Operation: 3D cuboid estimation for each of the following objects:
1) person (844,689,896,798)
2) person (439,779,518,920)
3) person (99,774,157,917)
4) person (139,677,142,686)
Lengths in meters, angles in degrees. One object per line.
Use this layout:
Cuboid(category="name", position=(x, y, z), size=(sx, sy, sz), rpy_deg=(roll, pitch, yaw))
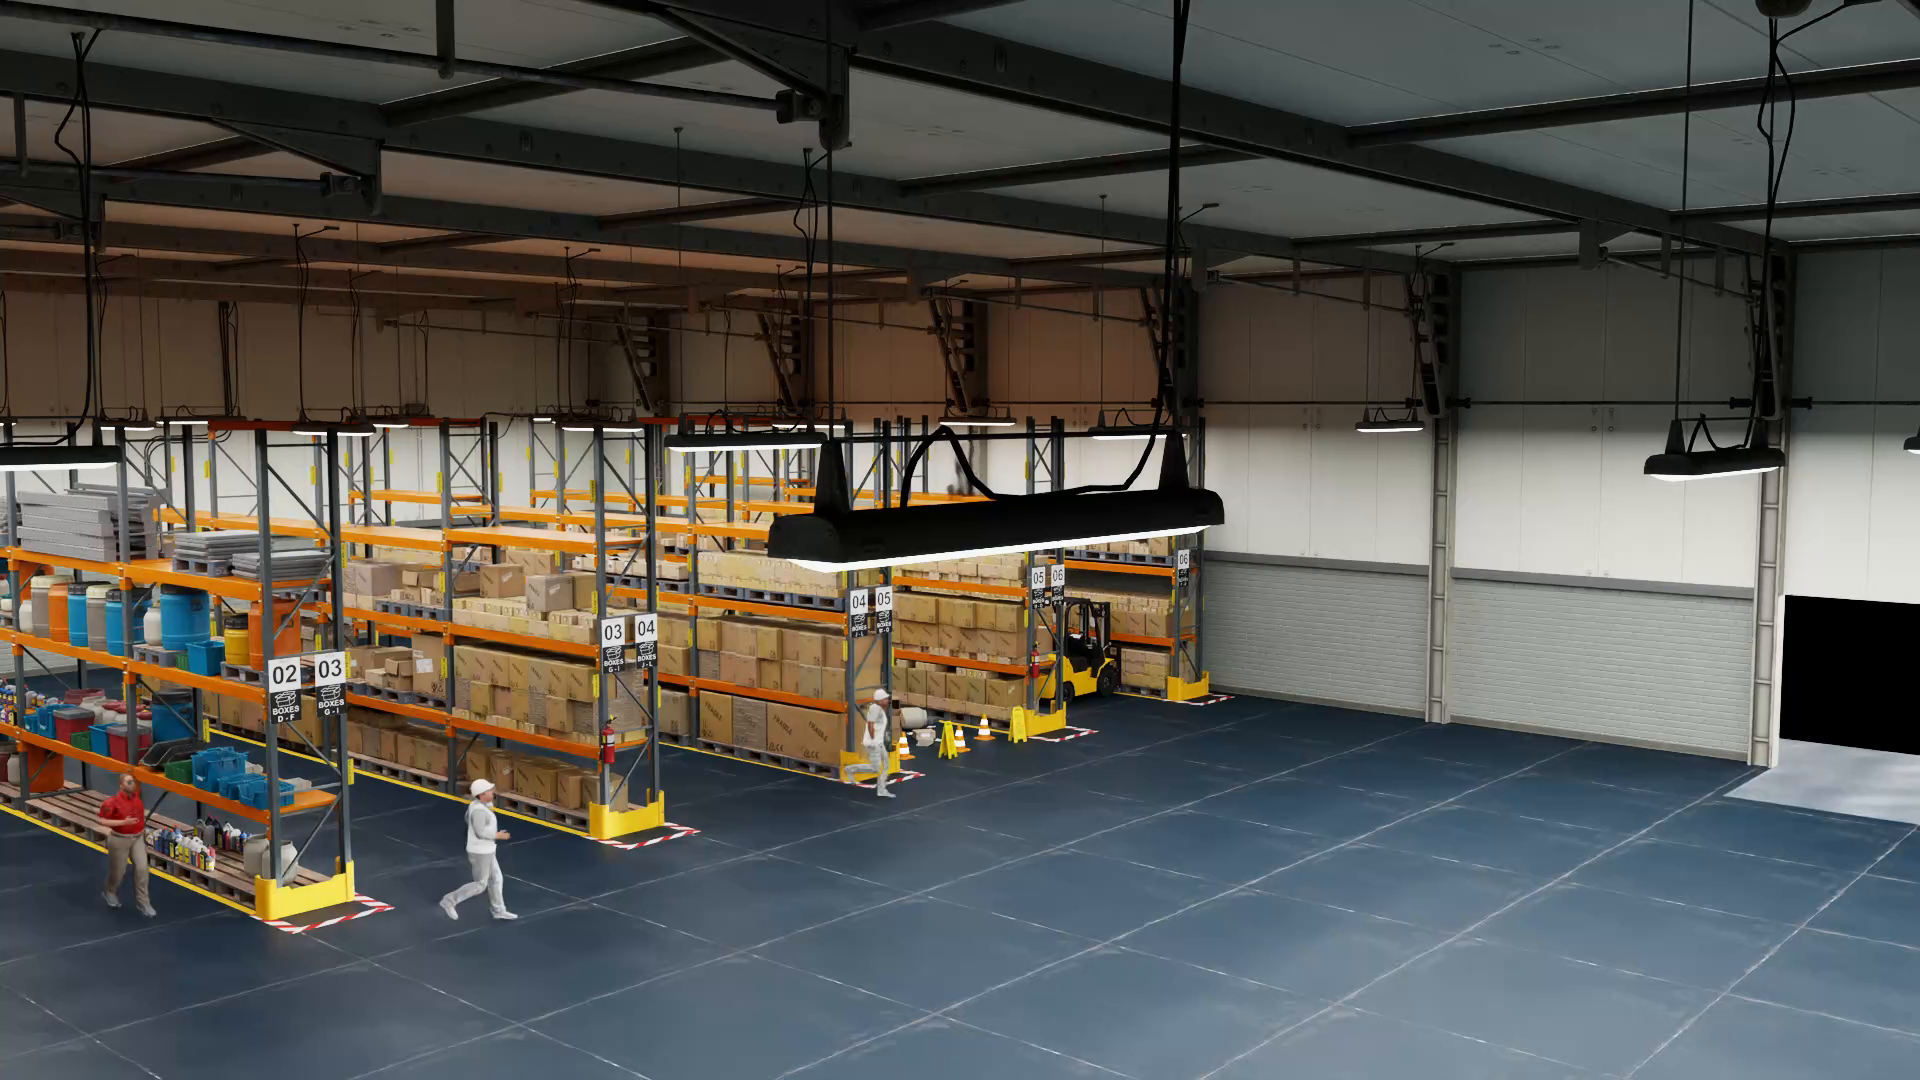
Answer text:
Cuboid(category="person", position=(-1.446, 3.270, 26.679), size=(0.824, 1.754, 0.701), rpy_deg=(0, 5, 0))
Cuboid(category="person", position=(-5.856, 3.779, 20.198), size=(0.902, 1.776, 0.670), rpy_deg=(-1, 5, -17))
Cuboid(category="person", position=(-10.346, 3.767, 20.560), size=(0.883, 1.776, 0.635), rpy_deg=(3, 5, 30))
Cuboid(category="person", position=(-17.492, 2.586, 35.824), size=(0.489, 1.541, 0.553), rpy_deg=(-2, 5, -18))
